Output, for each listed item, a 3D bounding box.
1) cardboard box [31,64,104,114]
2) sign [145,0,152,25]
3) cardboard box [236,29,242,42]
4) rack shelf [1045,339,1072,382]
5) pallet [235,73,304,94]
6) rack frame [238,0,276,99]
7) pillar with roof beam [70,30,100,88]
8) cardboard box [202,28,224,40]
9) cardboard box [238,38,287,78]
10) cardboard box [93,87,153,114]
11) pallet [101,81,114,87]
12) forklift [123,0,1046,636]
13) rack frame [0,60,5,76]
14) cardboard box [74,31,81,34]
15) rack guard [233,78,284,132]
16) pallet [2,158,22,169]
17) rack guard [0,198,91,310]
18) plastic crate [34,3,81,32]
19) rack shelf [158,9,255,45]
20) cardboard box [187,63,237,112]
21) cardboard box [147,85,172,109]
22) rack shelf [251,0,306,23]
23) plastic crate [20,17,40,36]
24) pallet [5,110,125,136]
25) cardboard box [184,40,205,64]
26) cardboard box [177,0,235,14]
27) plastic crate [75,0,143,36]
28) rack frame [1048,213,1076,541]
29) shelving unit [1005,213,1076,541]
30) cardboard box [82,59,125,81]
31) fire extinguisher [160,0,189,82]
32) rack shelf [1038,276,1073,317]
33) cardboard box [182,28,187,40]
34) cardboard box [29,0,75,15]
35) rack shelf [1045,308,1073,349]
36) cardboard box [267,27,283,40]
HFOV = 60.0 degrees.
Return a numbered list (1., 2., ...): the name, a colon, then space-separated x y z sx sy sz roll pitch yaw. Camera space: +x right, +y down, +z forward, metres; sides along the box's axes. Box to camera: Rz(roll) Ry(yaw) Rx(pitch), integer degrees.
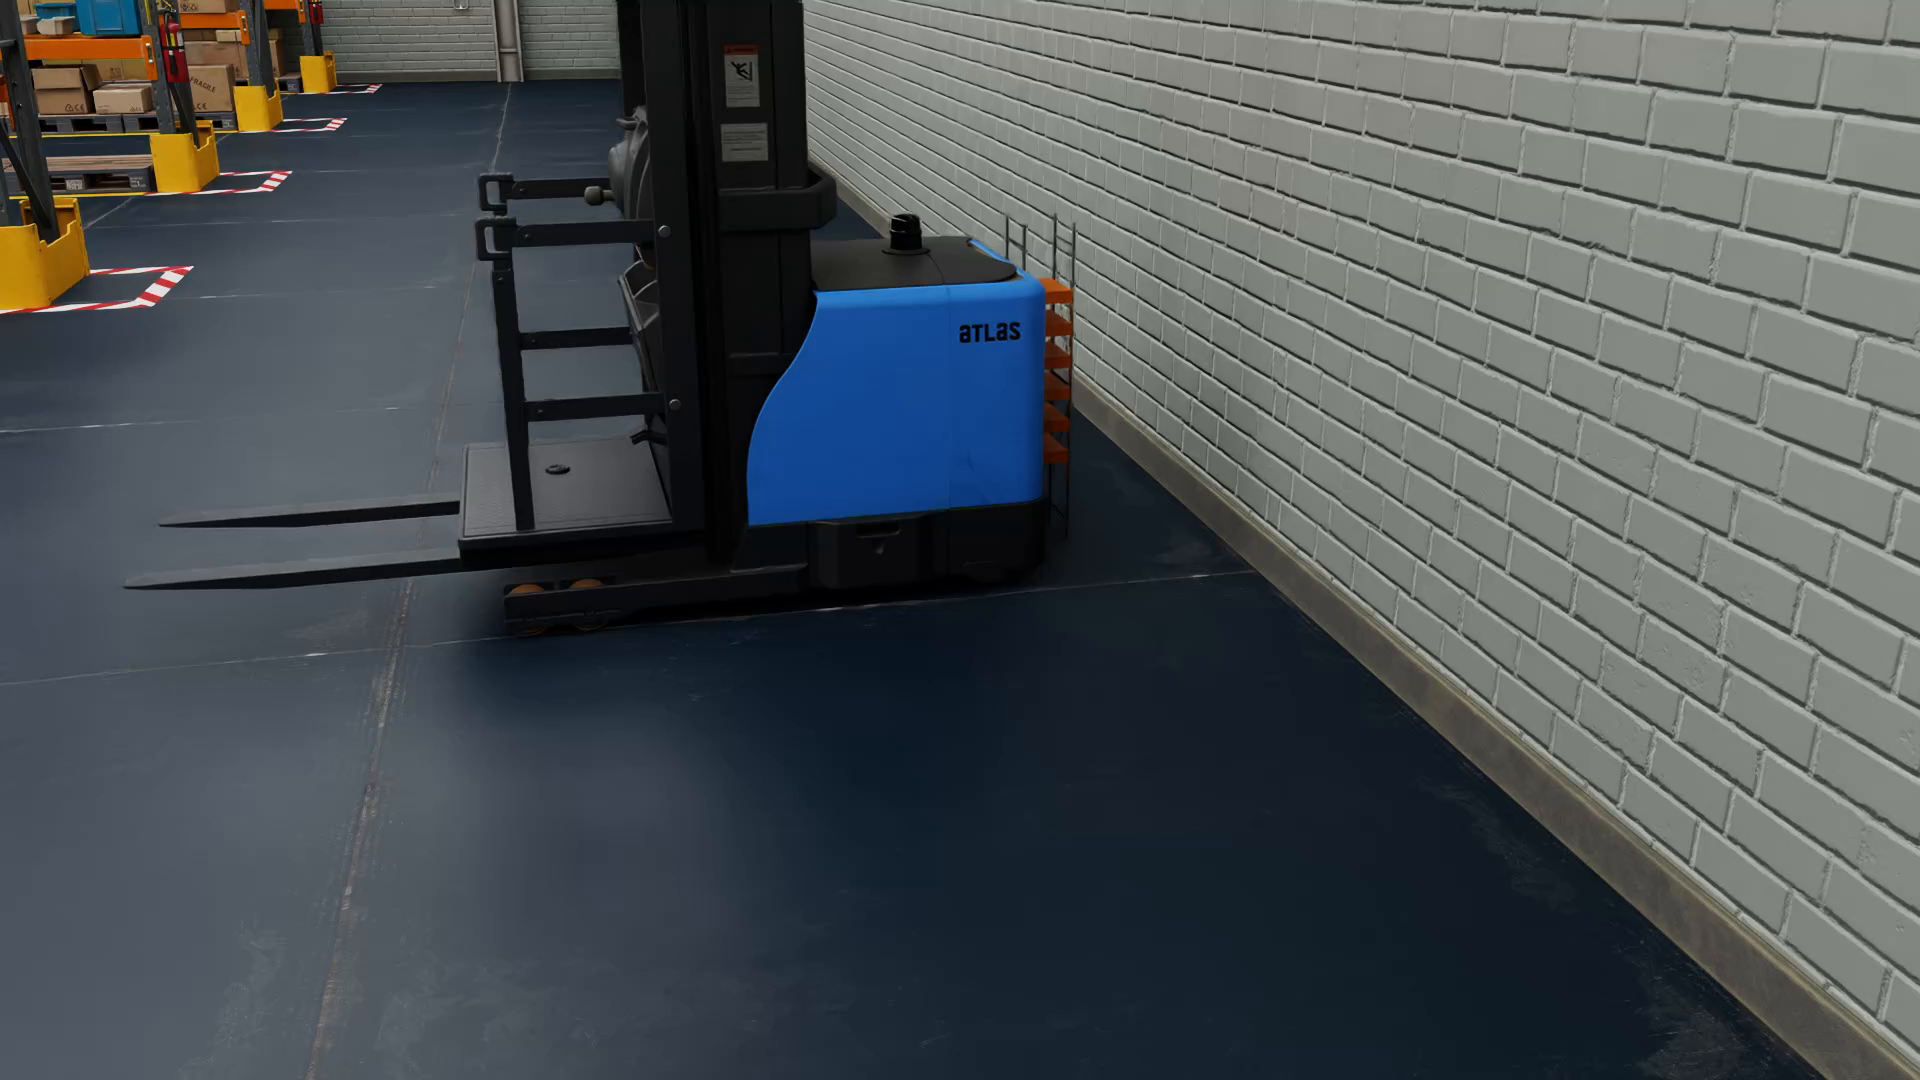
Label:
1. cardboard box: -10.272 -5.195 19.126 0.637 0.503 0.797 -5 21 -12
2. sign: -6.928 -4.562 14.171 0.005 0.325 0.100 -5 21 -12
3. cardboard box: -10.092 -7.153 23.560 0.250 0.149 0.380 -5 21 -13
4. rack shelf: 0.288 -0.661 6.156 0.180 0.103 0.258 -5 21 -14
5. pallet: -10.111 -6.586 23.987 1.213 0.211 1.003 -5 21 -12
6. rack frame: -8.207 -6.327 19.225 0.127 3.000 1.000 -5 21 -12
7. pillar with roof beam: -11.770 -9.389 18.863 0.400 9.000 9.100 -5 21 -12
8. cardboard box: -10.669 -7.241 23.801 0.250 0.149 0.380 -4 21 -12
9. cardboard box: -10.009 -6.919 23.866 0.500 0.500 0.700 -5 21 -12
10. cardboard box: -9.611 -5.052 19.102 0.500 0.250 0.500 -5 21 -12
11. pallet: -12.485 -6.393 23.459 1.213 0.211 1.003 -5 21 -12
12. forklift: -1.271 -1.262 5.498 3.031 2.935 1.130 -5 21 -14
13. rack frame: -13.243 -7.668 22.887 0.127 3.000 1.000 -5 21 -12
14. cardboard box: -12.116 -6.987 23.108 0.250 0.149 0.380 -4 20 -11
15. rack guard: -8.281 -5.147 19.639 0.348 0.500 1.175 -5 21 -12
16. pallet: -9.067 -3.212 14.775 1.213 0.211 1.003 -5 21 -12
17. rack guard: -5.908 -1.839 10.608 0.348 0.500 1.175 -5 21 -12
18. plastic crate: -8.027 -4.657 14.822 0.300 0.233 0.416 -5 21 -12
19. rack shelf: -10.153 -5.831 18.917 4.000 0.370 1.077 -5 21 -12
20. cardboard box: -8.679 -5.234 19.237 0.500 0.500 0.500 -5 21 -12
21. cardboard box: -9.288 -5.255 19.656 0.500 0.250 0.500 -5 21 -12
22. rack shelf: -11.297 -7.489 23.443 4.000 0.370 1.077 -5 21 -12
23. plastic crate: -8.108 -4.430 14.342 0.243 0.136 0.396 -5 21 -12
24. pallet: -10.241 -4.853 19.255 1.213 0.211 1.003 -5 21 -12
25. cardboard box: -10.985 -6.840 23.649 0.500 0.500 0.700 -5 21 -14
26. cardboard box: -8.580 -6.247 18.863 0.500 0.500 0.500 -4 20 -11
27. plastic crate: -7.354 -4.624 14.439 0.499 0.435 0.616 -5 21 -12
28. rack frame: 0.377 -0.598 6.204 0.006 1.200 0.240 -5 21 -14
29. shelving unit: 0.288 -0.590 6.182 0.189 1.200 0.258 -5 21 -14
30. cardboard box: -12.002 -6.755 23.418 0.500 0.500 0.700 -5 21 -13
31. fire extinguisher: -6.819 -4.317 14.393 0.183 0.674 0.296 -5 21 -12
32. rack shelf: 0.288 -0.887 6.073 0.180 0.103 0.258 -5 21 -14
33. cardboard box: -11.166 -7.200 23.689 0.250 0.149 0.380 -4 21 -12
34. cardboard box: -10.061 -6.128 18.536 0.500 0.500 0.500 -5 21 -13
35. rack shelf: 0.288 -0.774 6.114 0.180 0.103 0.258 -5 21 -14
36. cardboard box: -9.933 -7.301 23.965 0.250 0.149 0.380 -5 21 -12
